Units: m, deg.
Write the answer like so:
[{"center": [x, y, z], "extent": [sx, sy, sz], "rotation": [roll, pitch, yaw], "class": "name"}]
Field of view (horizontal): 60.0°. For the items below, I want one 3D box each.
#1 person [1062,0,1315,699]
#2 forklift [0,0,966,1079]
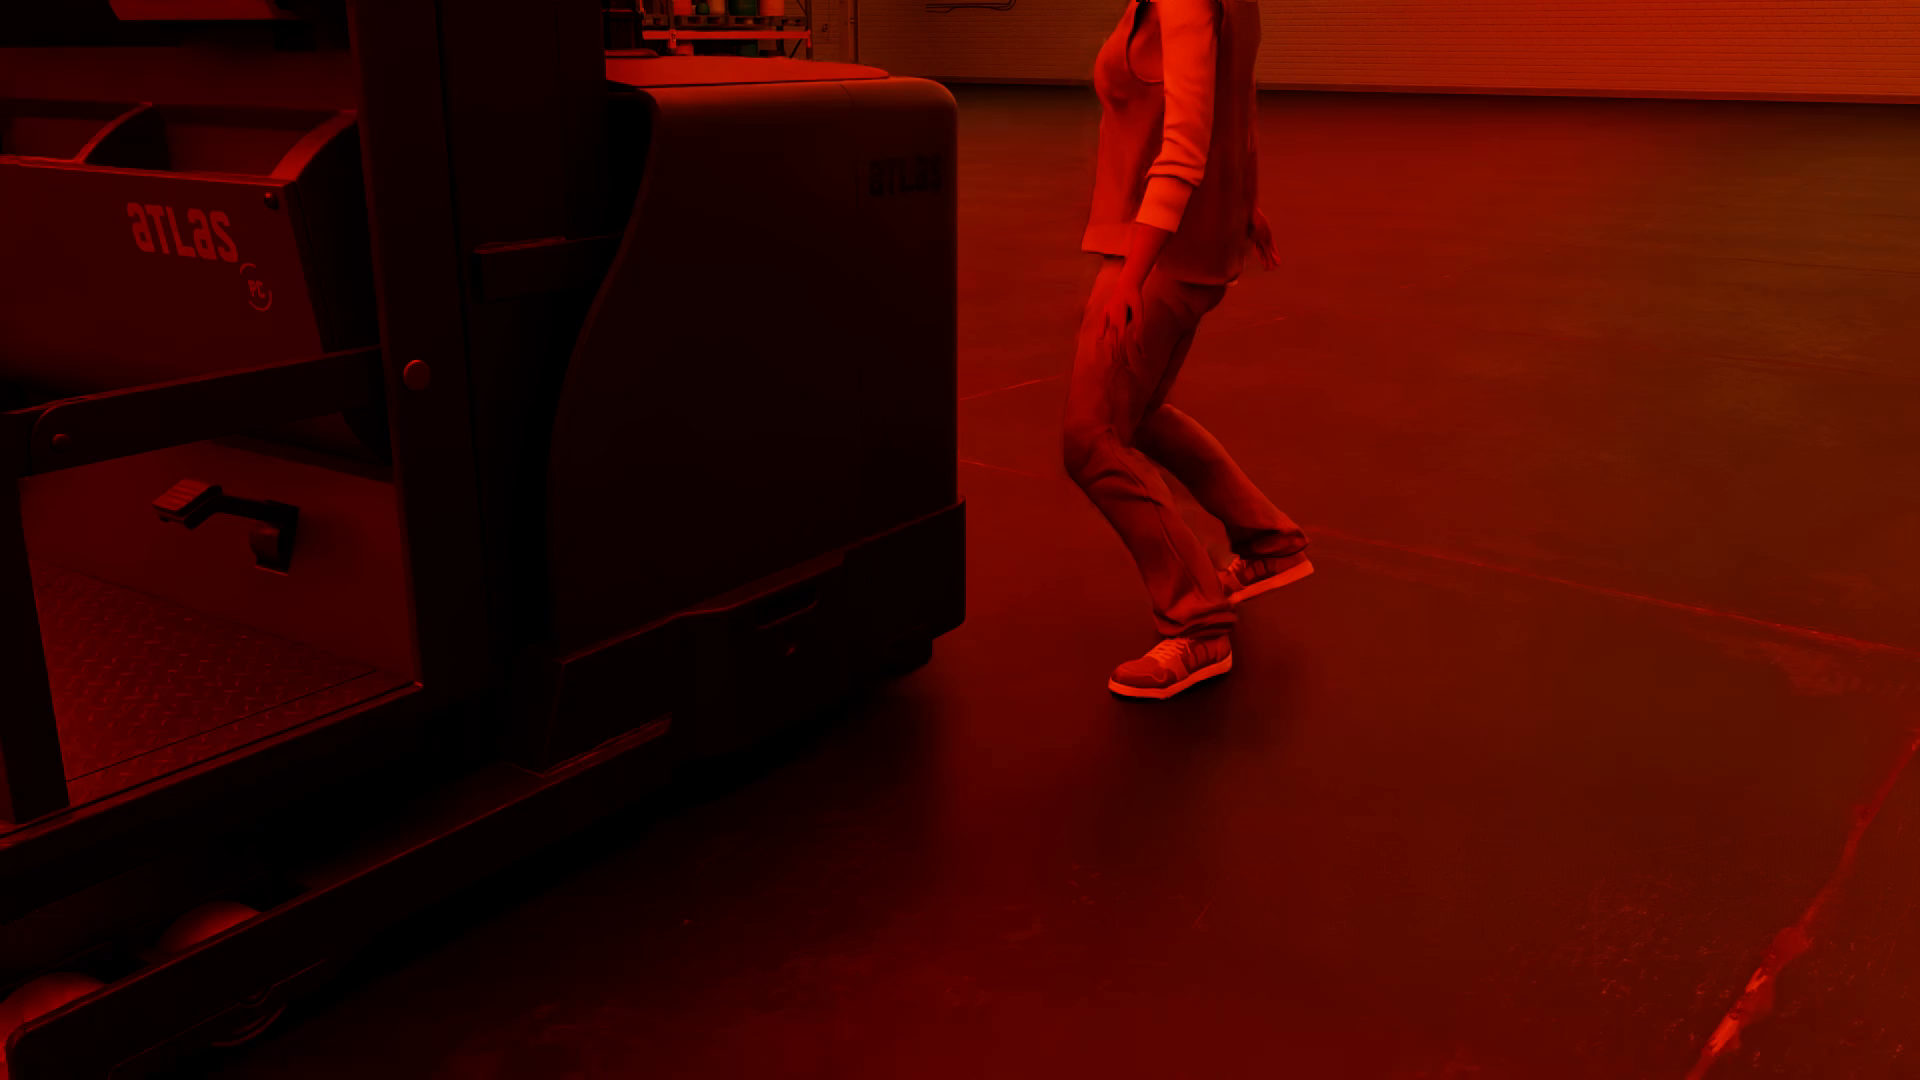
[{"center": [0.453, -0.532, 3.096], "extent": [0.446, 1.524, 0.744], "rotation": [6, 18, 20], "class": "person"}, {"center": [-1.236, -0.915, 1.910], "extent": [1.130, 2.935, 3.031], "rotation": [11, 20, 33], "class": "forklift"}]
